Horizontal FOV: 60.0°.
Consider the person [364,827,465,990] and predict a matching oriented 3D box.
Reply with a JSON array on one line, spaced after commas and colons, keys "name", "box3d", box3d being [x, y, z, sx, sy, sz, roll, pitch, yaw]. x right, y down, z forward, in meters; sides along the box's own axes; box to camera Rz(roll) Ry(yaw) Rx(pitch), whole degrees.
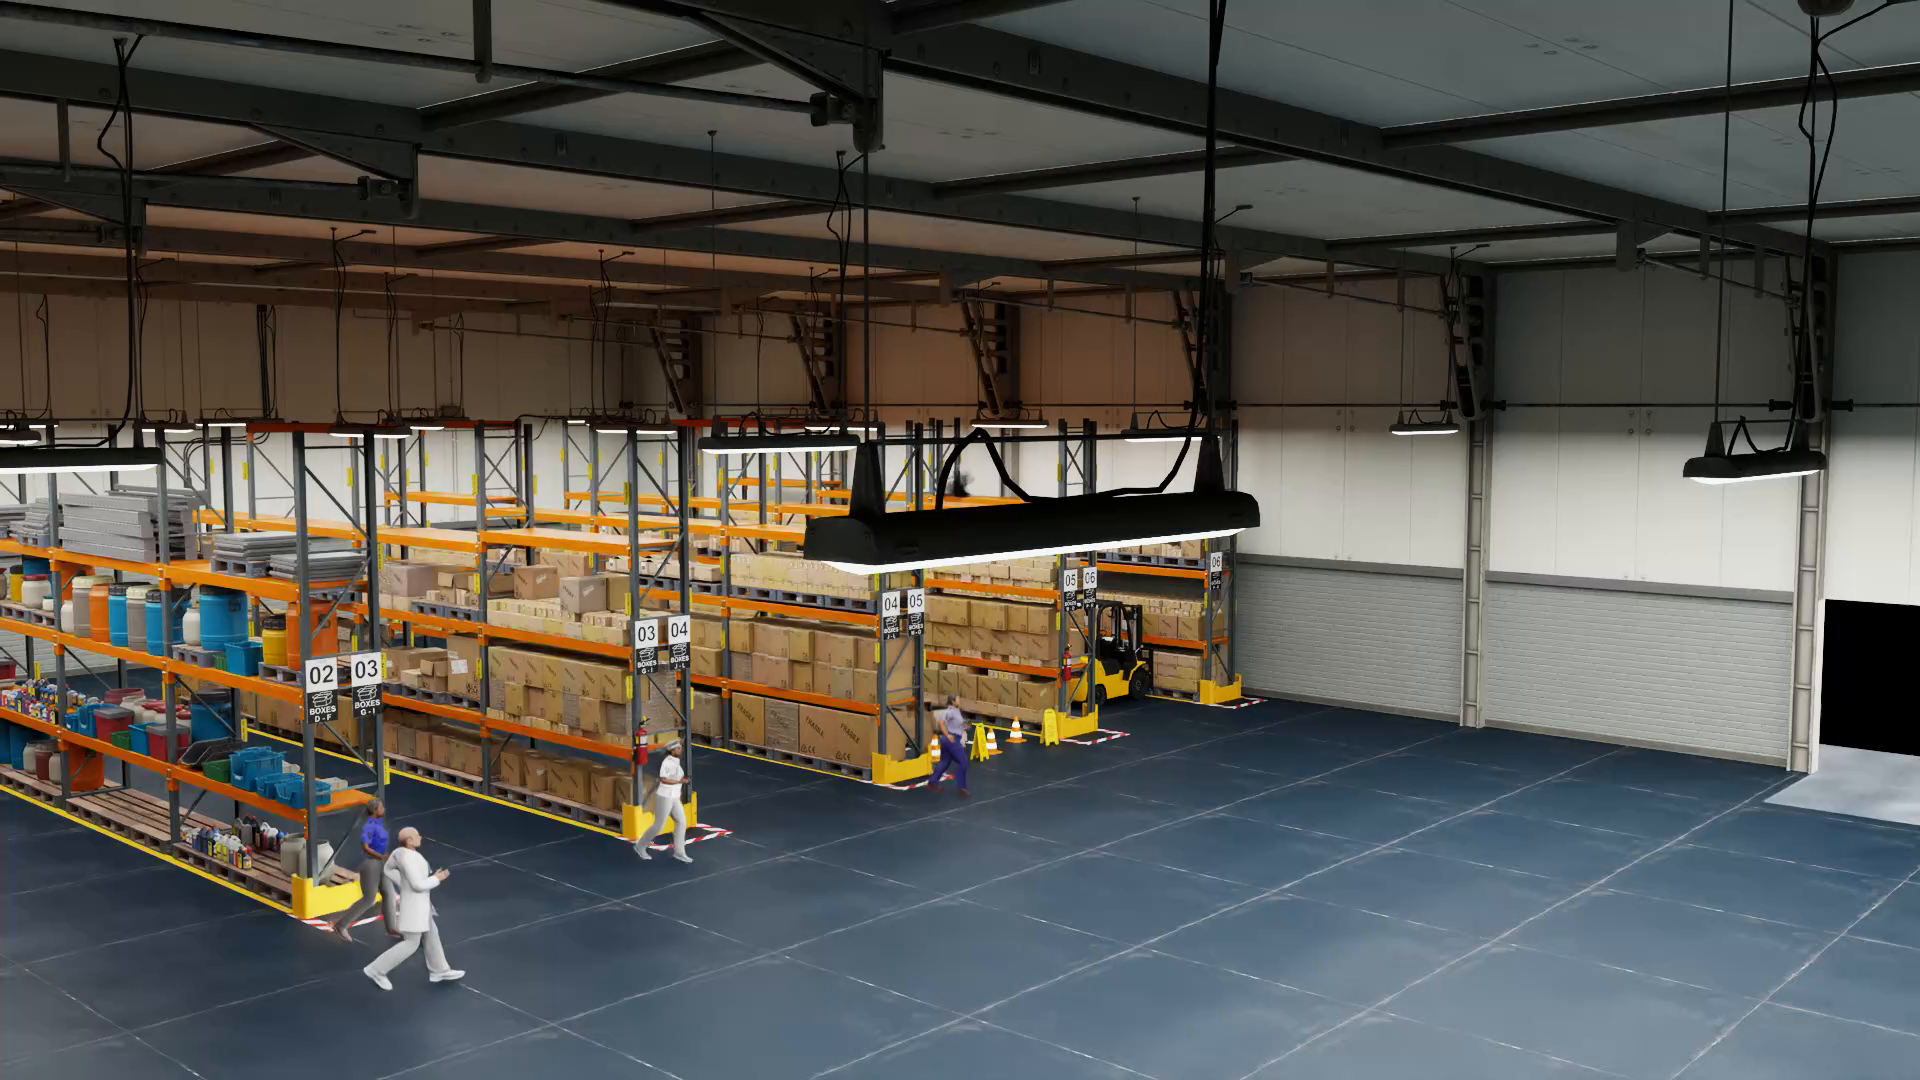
[{"name": "person", "box3d": [-5.898, 3.954, 17.935, 1.060, 1.751, 0.716, -2, 5, -24]}]

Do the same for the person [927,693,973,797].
[{"name": "person", "box3d": [-0.170, 3.316, 26.893, 0.737, 1.705, 0.599, -1, 5, -6]}]

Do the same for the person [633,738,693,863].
[{"name": "person", "box3d": [-4.063, 3.605, 23.150, 0.846, 1.690, 0.614, 1, 5, 12]}]

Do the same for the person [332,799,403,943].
[{"name": "person", "box3d": [-6.945, 3.893, 19.701, 0.878, 1.617, 0.664, -1, 5, -8]}]
